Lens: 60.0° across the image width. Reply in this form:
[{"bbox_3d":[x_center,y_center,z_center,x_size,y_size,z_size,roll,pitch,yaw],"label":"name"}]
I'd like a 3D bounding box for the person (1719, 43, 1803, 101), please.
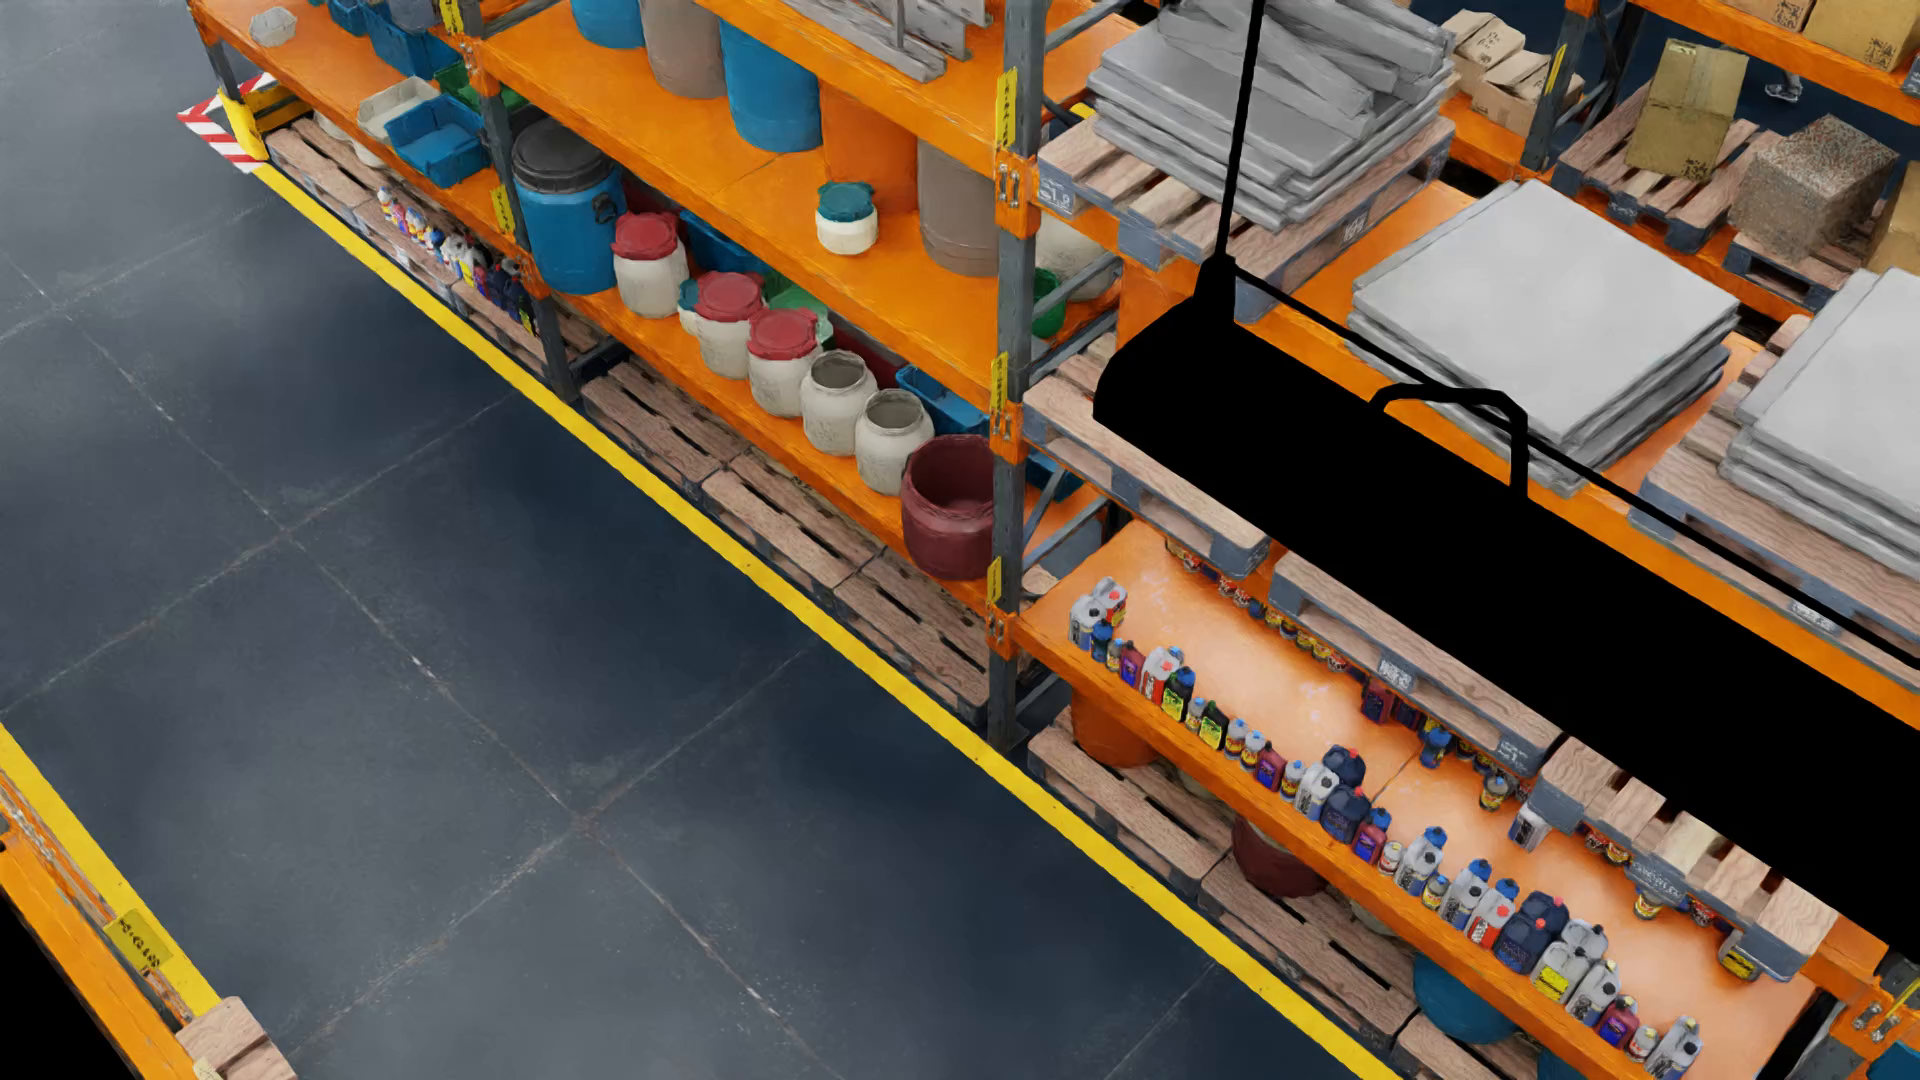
[{"bbox_3d":[6.260,-4.143,12.844,0.957,1.533,0.411,29,56,22],"label":"person"}]
